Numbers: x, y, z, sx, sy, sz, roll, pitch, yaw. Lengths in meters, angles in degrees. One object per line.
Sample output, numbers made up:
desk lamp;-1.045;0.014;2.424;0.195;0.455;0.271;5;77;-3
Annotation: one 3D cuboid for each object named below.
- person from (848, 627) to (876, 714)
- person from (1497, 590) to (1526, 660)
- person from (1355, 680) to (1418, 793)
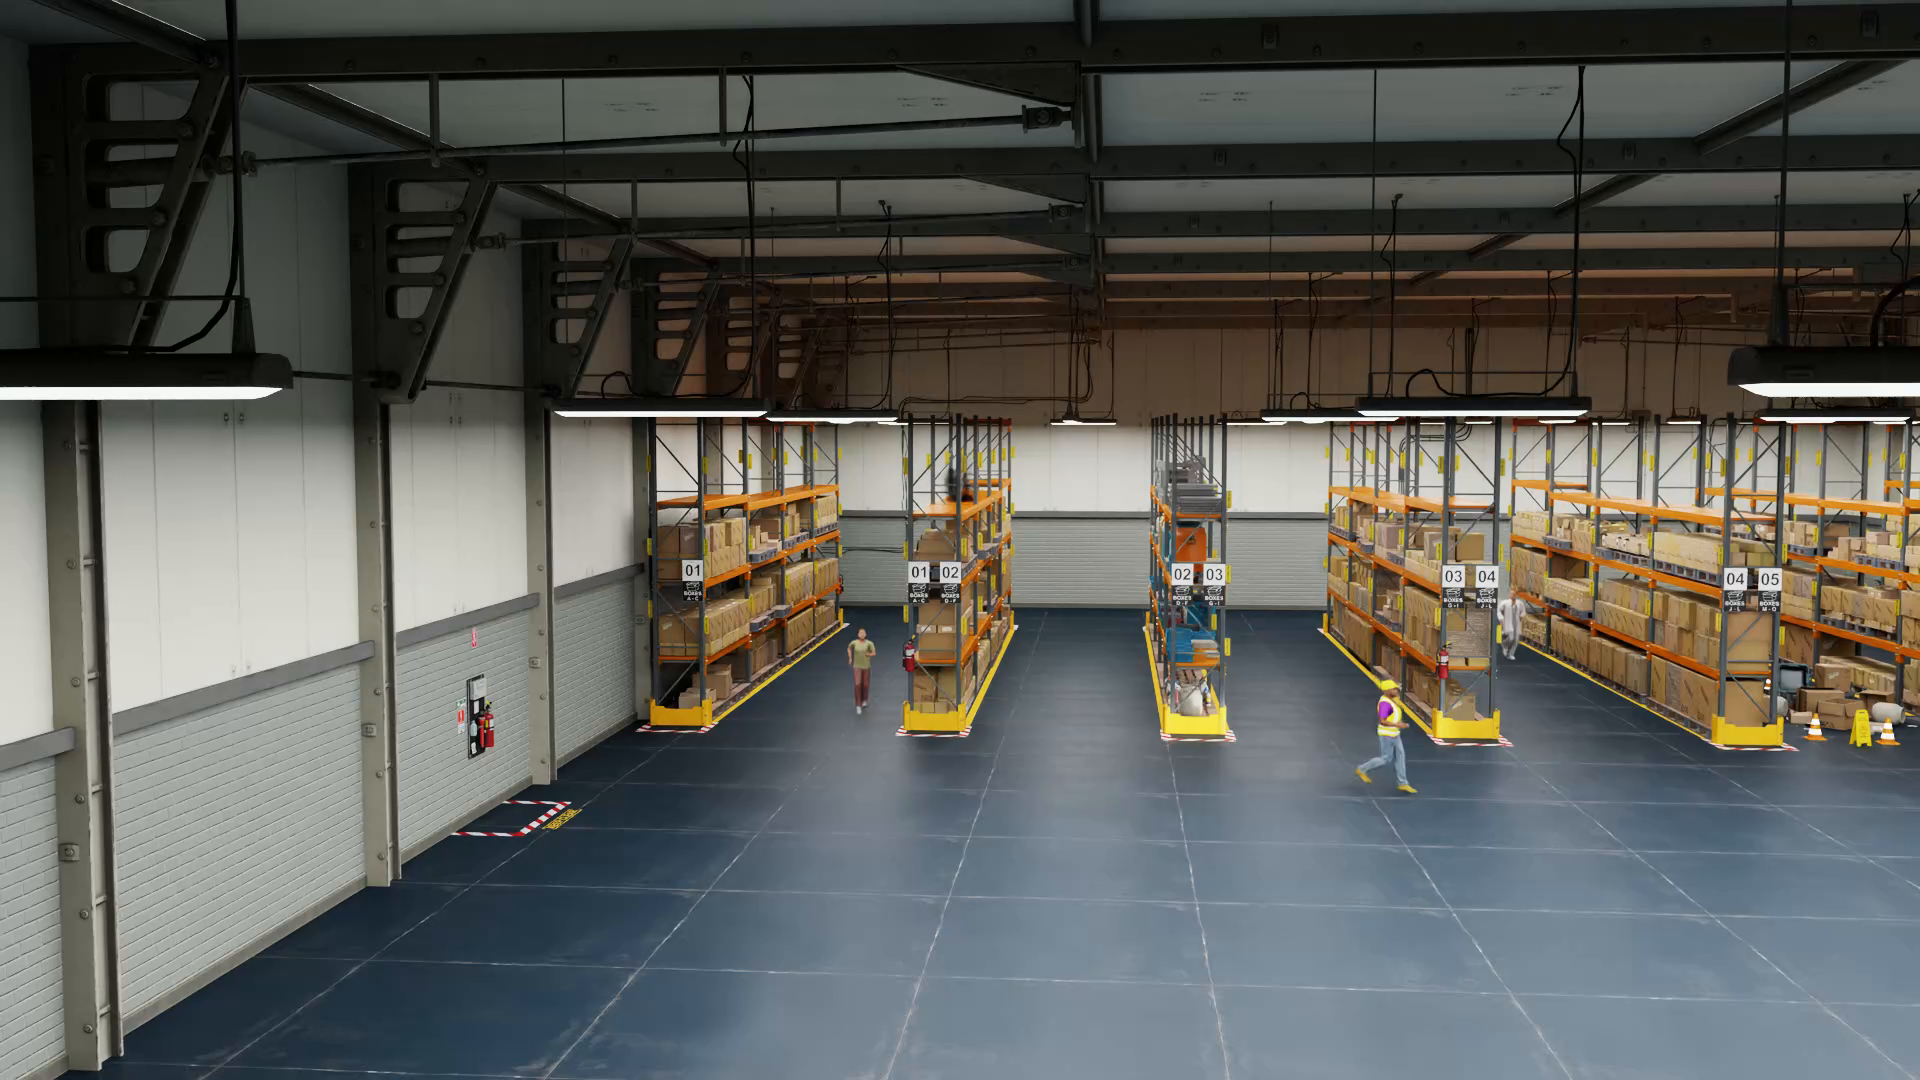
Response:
person;-1.975;2.609;33.588;0.557;1.701;0.879;0;4;-7
person;13.622;2.137;40.985;0.700;1.645;0.627;0;4;-1
person;6.727;3.078;26.158;0.963;1.772;0.700;2;4;27
